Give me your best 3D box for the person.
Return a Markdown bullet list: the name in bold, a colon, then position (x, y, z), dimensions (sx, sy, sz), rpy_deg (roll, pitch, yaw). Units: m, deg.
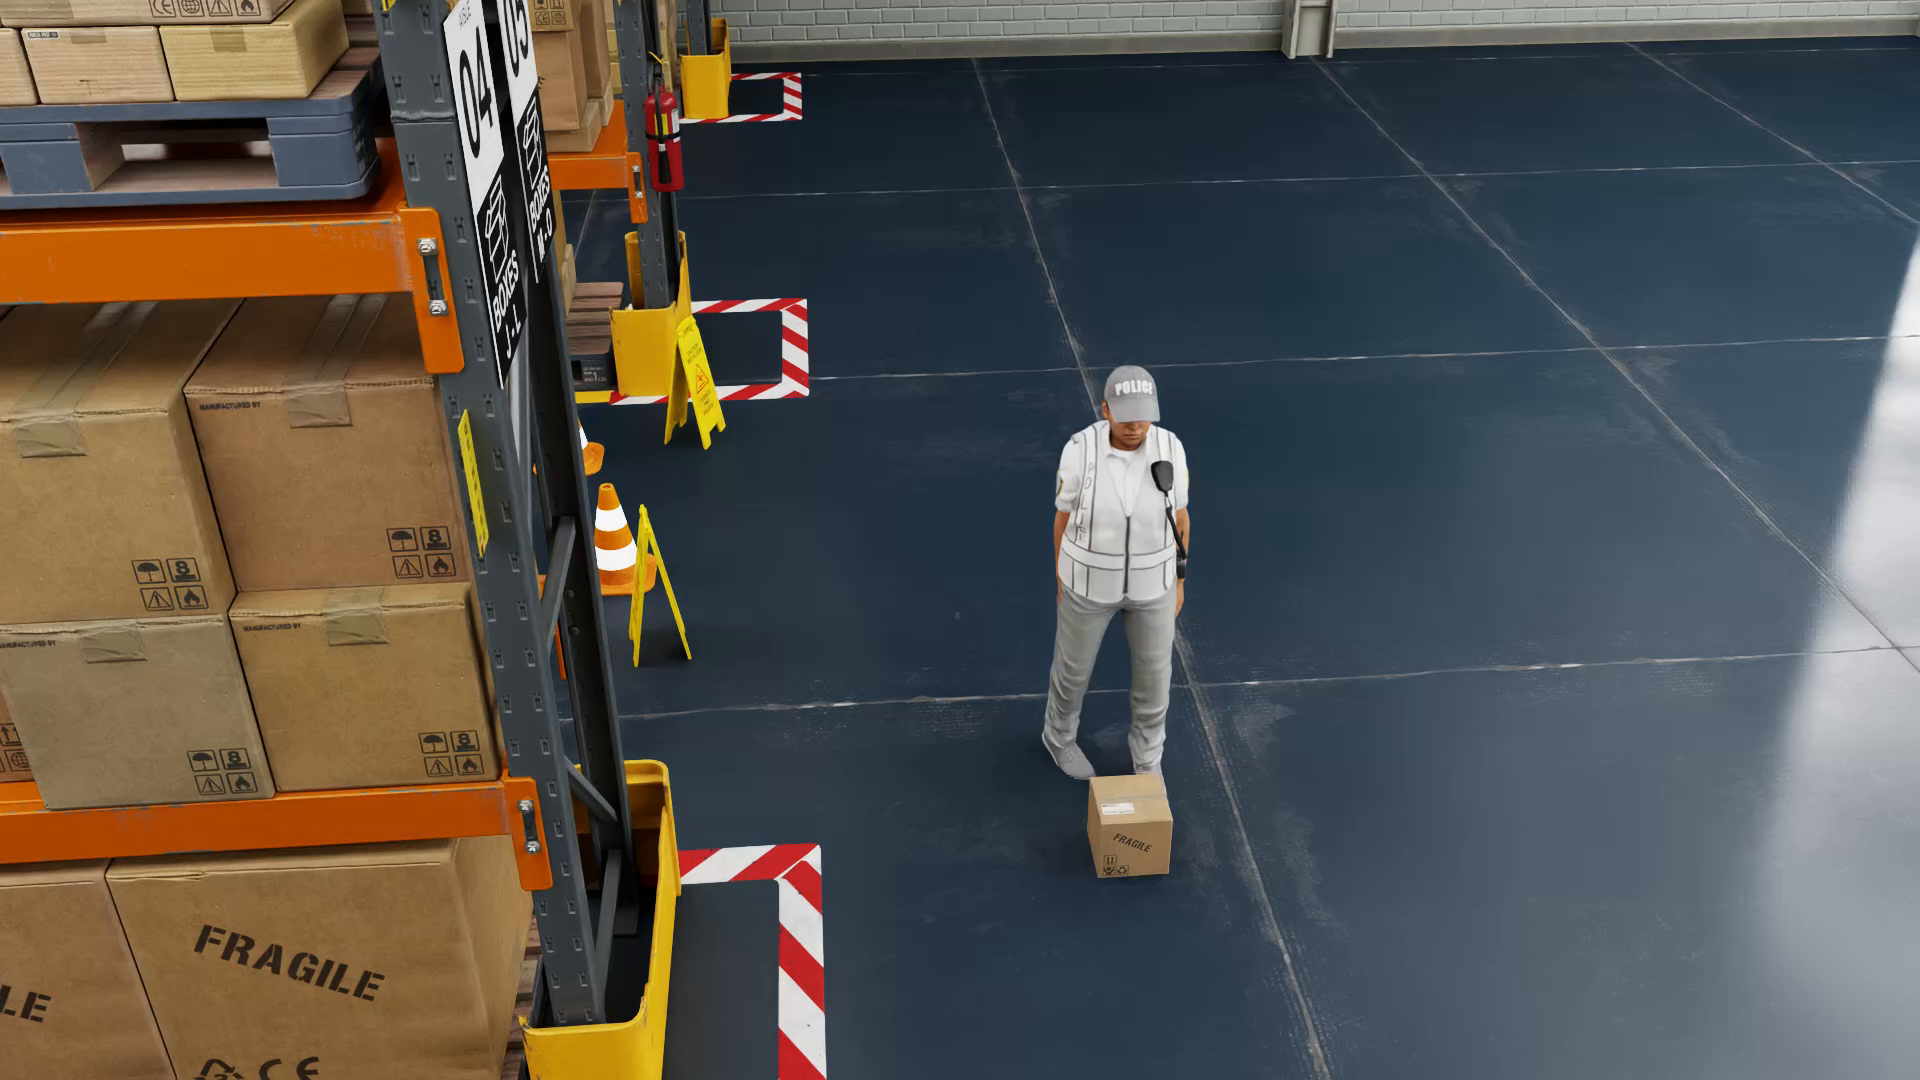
- **person**: position (0.566, 0.177, 5.864), dimensions (0.479, 1.687, 0.445), rpy_deg (-2, 31, -3)
